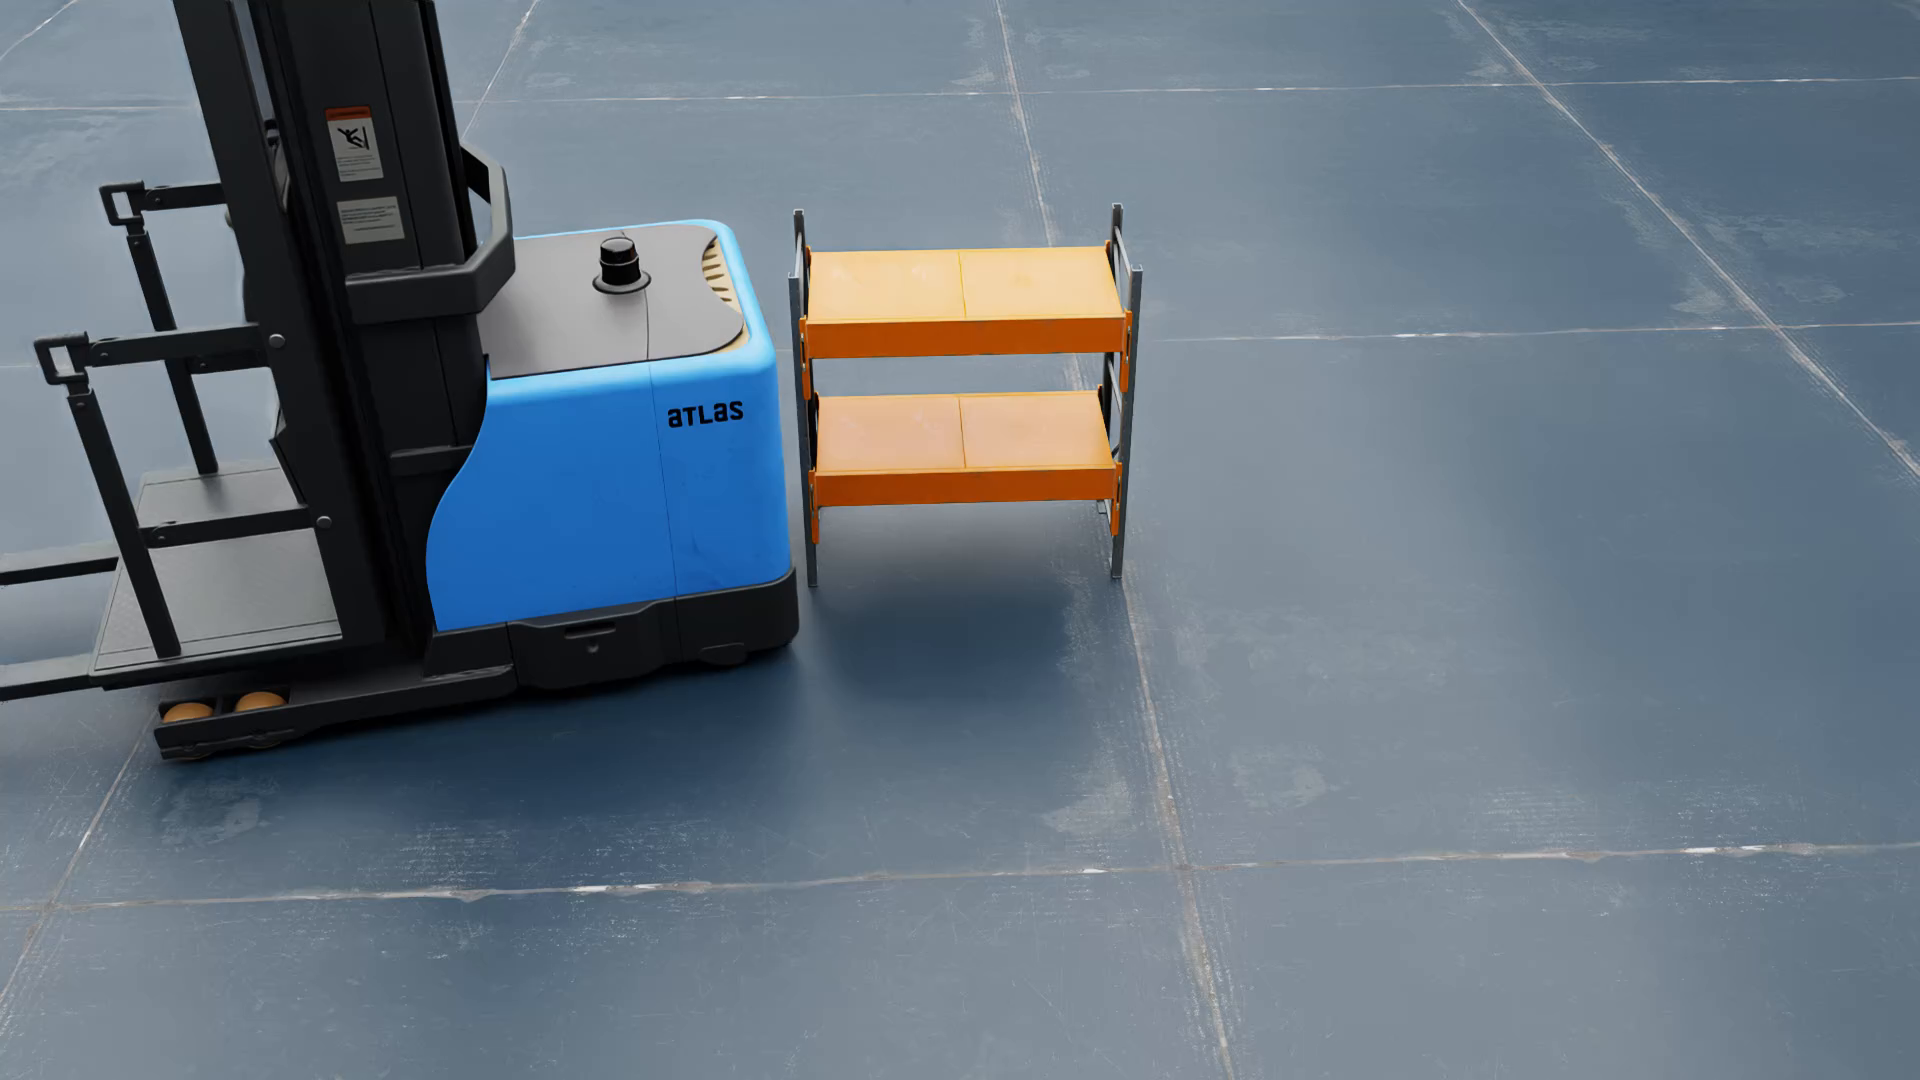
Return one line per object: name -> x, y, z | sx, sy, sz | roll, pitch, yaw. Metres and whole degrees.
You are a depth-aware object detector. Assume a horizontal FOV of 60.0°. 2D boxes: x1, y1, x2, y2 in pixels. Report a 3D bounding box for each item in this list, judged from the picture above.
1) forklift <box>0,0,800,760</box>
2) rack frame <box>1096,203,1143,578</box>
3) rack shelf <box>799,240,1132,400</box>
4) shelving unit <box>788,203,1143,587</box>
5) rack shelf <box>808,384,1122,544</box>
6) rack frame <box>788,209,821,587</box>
forklift -> -2.079, -0.900, 4.476 | 3.031, 2.935, 1.130 | -8, 36, -12
rack frame -> 0.515, -0.476, 5.450 | 0.032, 1.125, 0.500 | -2, 35, -2
rack shelf -> 0.007, -0.703, 5.264 | 1.000, 0.278, 0.538 | -2, 35, -2
shelving unit -> 0.007, -0.463, 5.430 | 1.048, 1.125, 0.538 | -2, 35, -2
rack shelf -> 0.007, -0.262, 5.569 | 1.000, 0.278, 0.538 | -2, 35, -2
rack frame -> -0.501, -0.449, 5.410 | 0.032, 1.125, 0.500 | -2, 35, -2
